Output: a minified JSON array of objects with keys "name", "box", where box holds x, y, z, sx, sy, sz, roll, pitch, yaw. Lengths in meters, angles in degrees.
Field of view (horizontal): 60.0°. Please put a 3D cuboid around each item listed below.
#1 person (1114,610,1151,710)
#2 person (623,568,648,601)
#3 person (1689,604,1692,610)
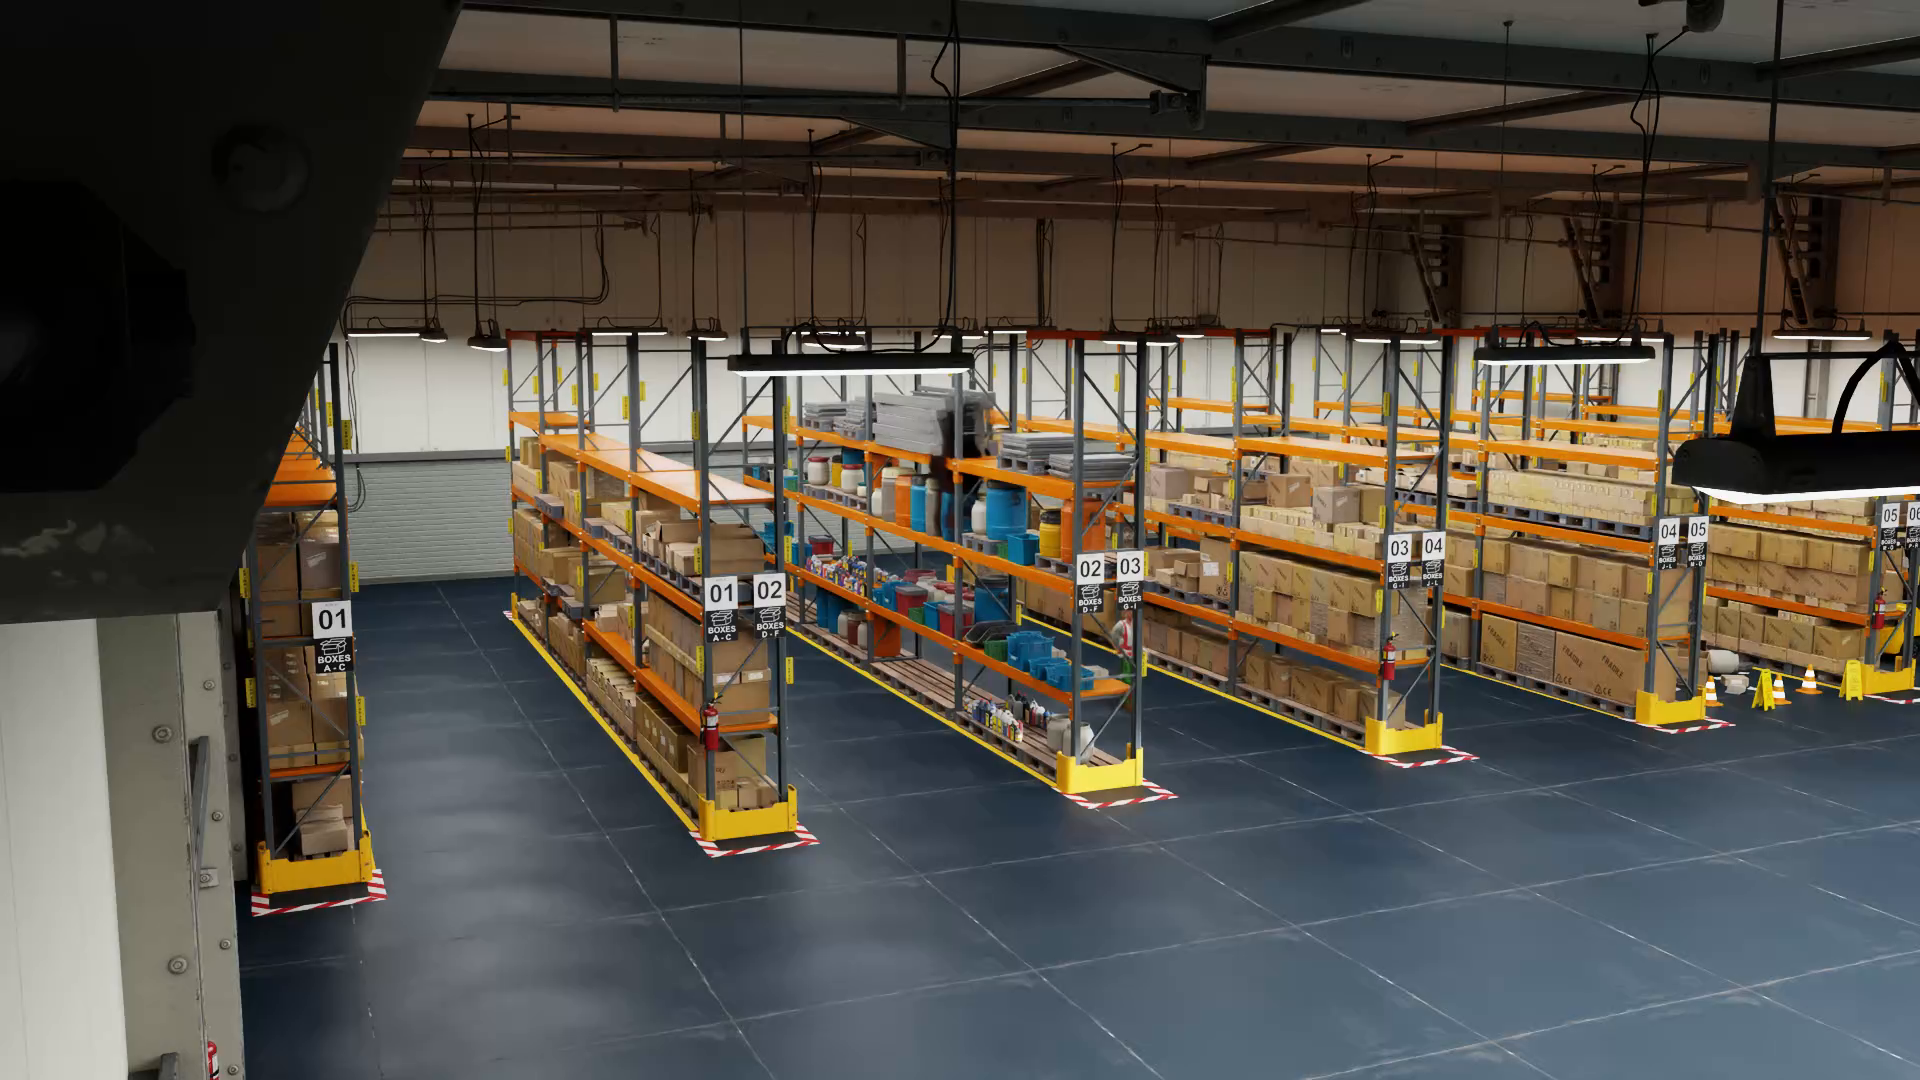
[{"name":"person","box":[2.766,1.865,26.591,0.656,1.728,0.624,-5,9,-30]},{"name":"person","box":[-6.629,0.826,34.365,0.669,1.719,0.638,-7,11,-42]},{"name":"person","box":[14.752,0.949,33.805,0.570,1.621,0.644,-5,9,-30]}]
